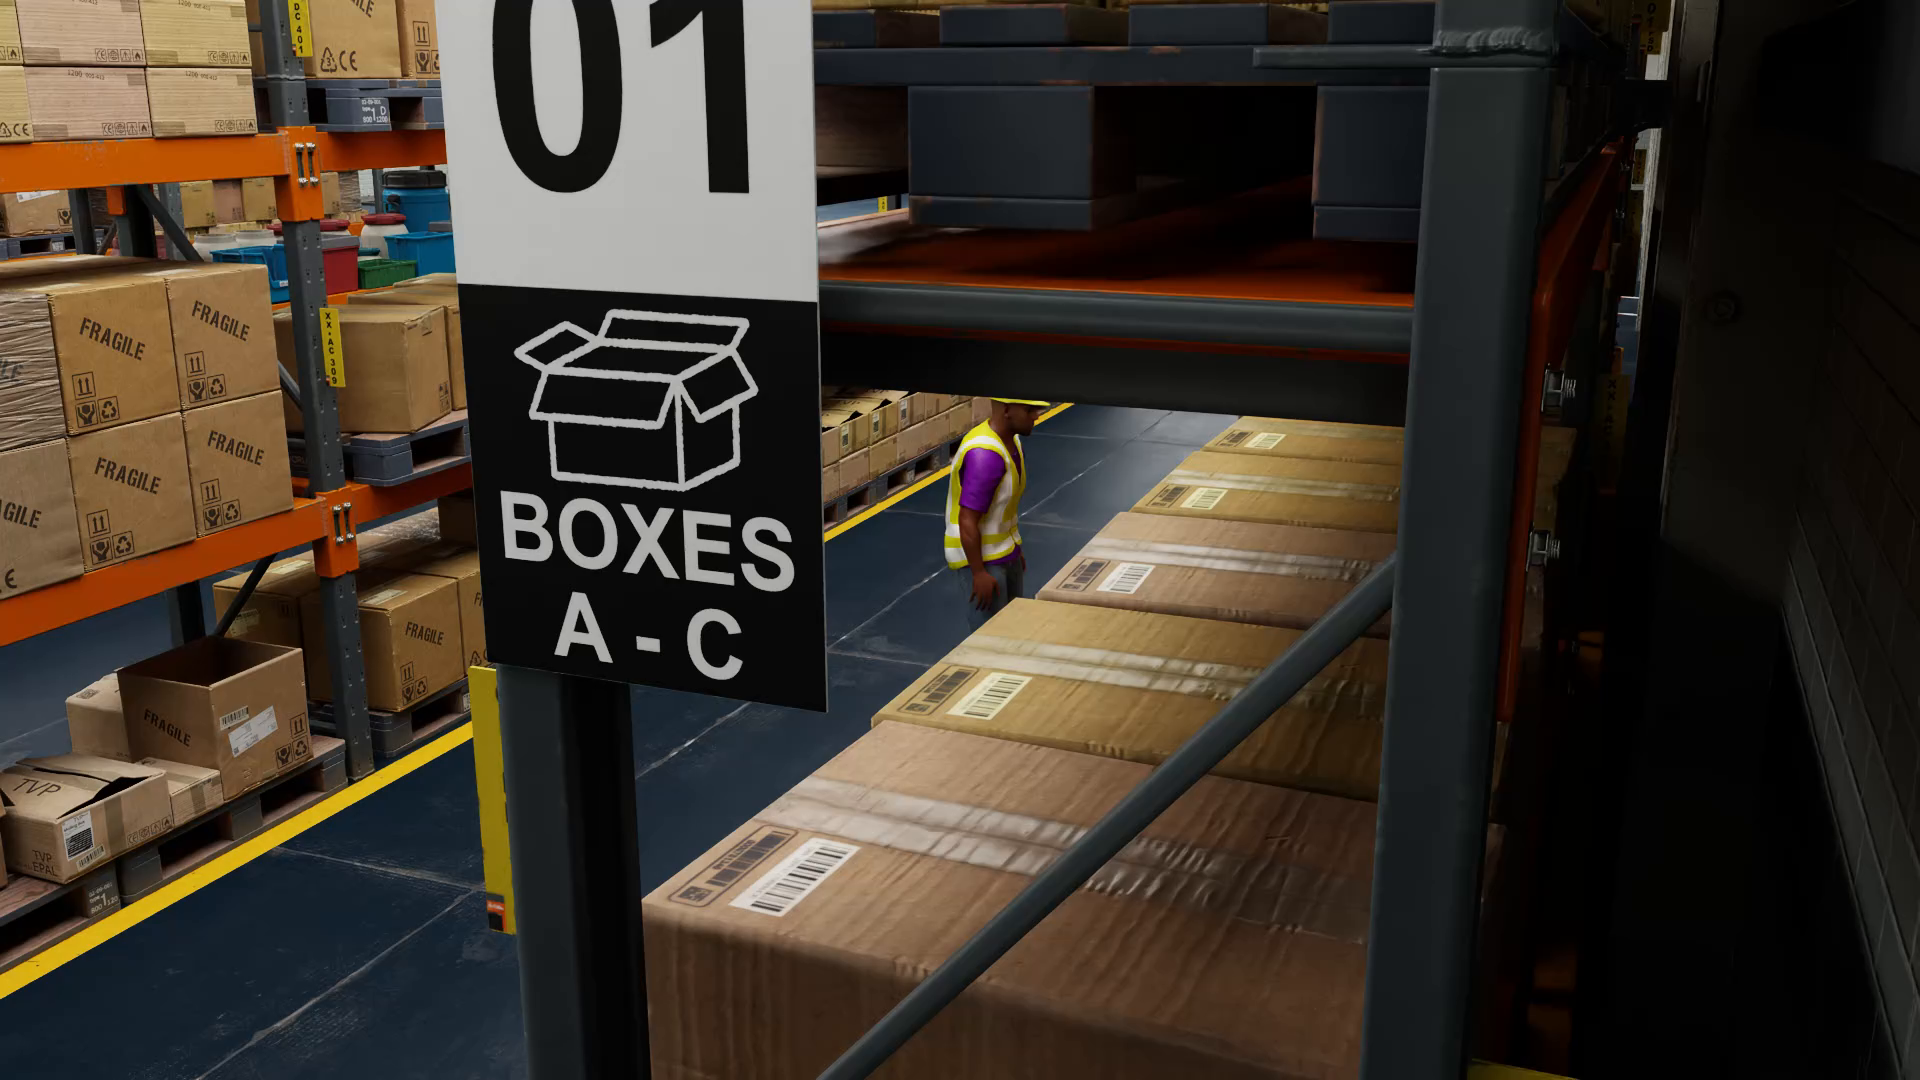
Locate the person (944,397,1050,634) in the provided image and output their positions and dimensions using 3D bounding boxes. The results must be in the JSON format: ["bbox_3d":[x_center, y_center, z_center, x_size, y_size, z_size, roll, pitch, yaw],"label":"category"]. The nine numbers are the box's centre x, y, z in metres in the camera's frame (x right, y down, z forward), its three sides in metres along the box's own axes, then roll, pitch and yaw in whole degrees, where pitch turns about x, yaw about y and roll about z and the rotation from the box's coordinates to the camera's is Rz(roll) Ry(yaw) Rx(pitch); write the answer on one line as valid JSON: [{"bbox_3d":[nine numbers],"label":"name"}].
[{"bbox_3d":[0.171,0.091,7.657,0.460,1.759,0.629,5,16,18],"label":"person"}]
